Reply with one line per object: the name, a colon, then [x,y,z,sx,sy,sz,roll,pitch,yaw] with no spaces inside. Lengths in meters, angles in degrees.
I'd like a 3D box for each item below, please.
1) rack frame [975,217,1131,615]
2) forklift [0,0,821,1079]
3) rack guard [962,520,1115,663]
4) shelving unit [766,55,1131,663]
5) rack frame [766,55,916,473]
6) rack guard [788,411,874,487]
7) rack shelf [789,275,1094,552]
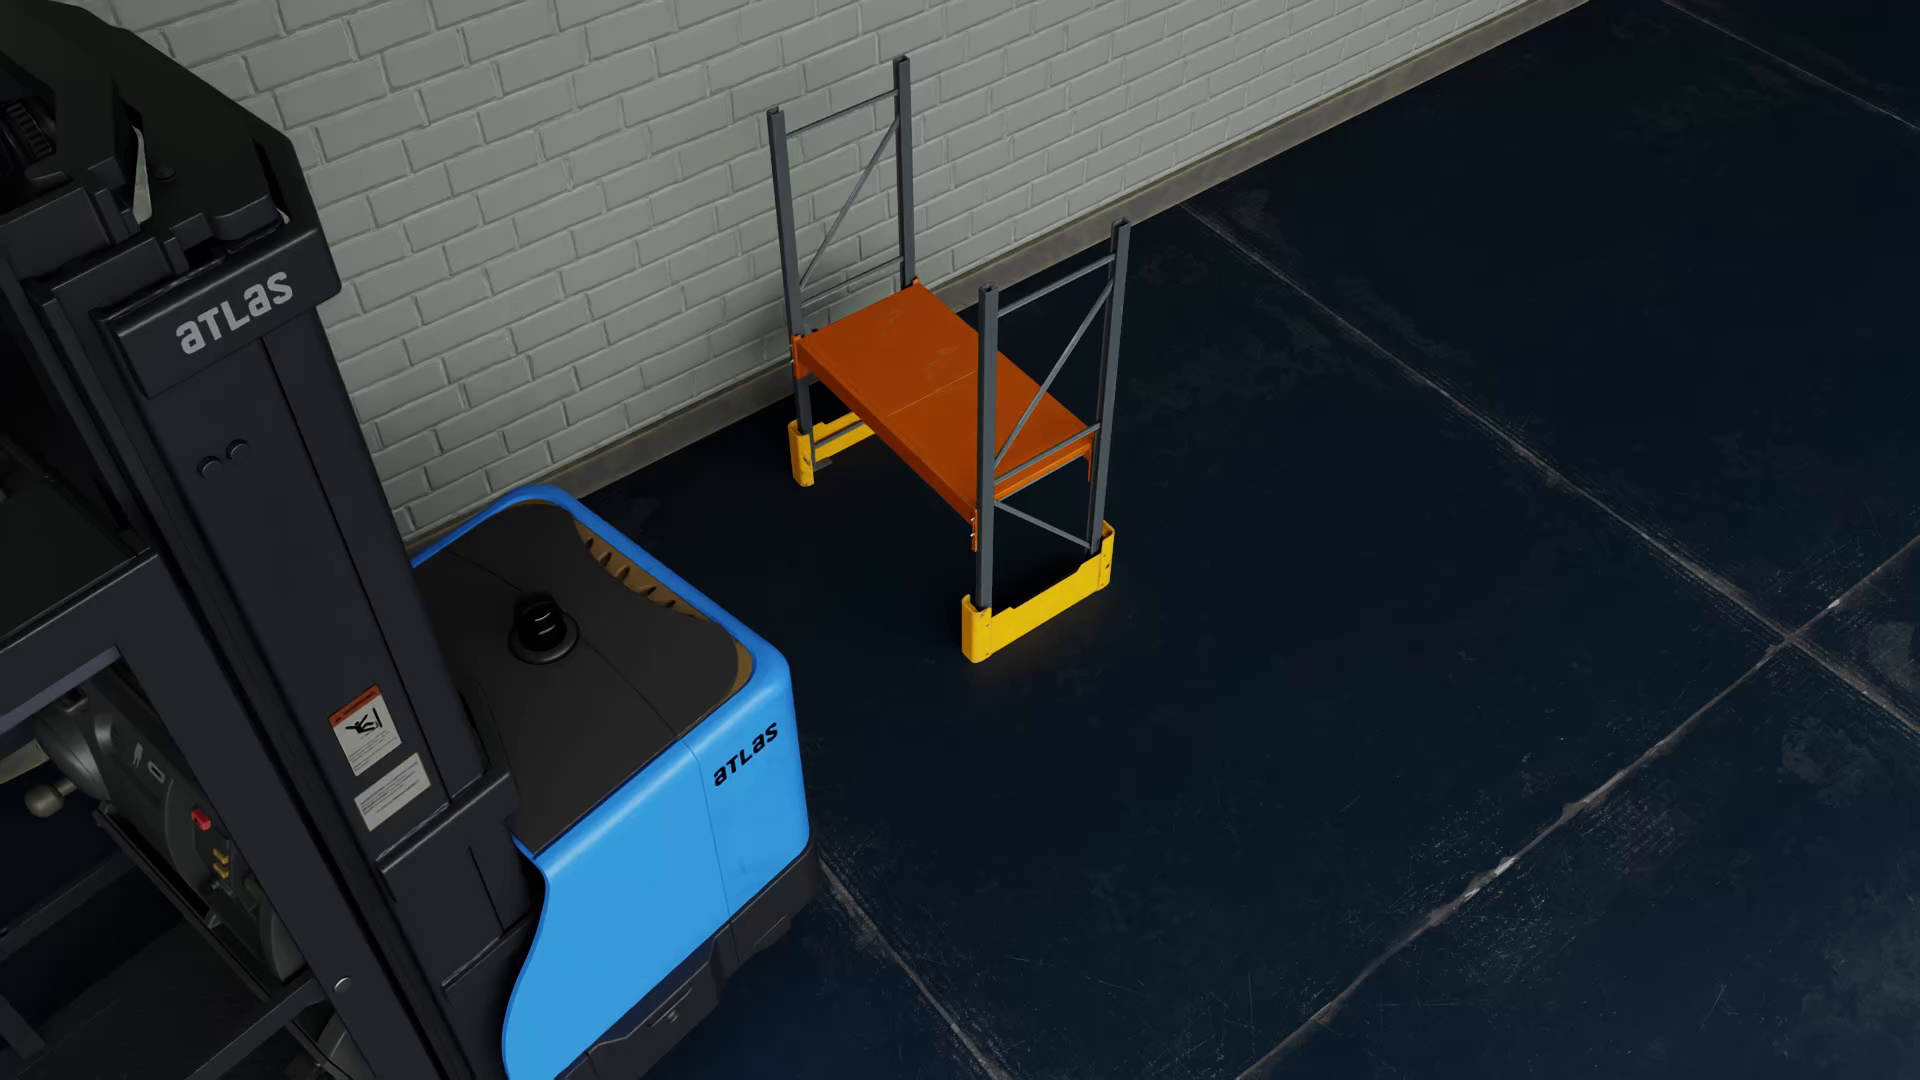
rack frame: [0.256,-0.254,4.968,0.500,1.500,0.032,-29,54,-24]
forklift: [-1.753,0.613,3.216,1.130,2.935,3.031,33,56,26]
rack guard: [0.255,0.165,5.432,0.587,0.250,0.087,-29,54,-24]
shelving unit: [-0.046,-0.549,5.235,0.587,1.500,1.083,-29,54,-24]
rack frame: [-0.359,-0.854,5.512,0.500,1.500,0.032,-29,54,-24]
rack guard: [-0.348,-0.423,5.964,0.587,0.250,0.087,-29,54,-24]
rack shelf: [-0.052,-0.433,5.373,0.538,0.185,1.000,-29,54,-24]
